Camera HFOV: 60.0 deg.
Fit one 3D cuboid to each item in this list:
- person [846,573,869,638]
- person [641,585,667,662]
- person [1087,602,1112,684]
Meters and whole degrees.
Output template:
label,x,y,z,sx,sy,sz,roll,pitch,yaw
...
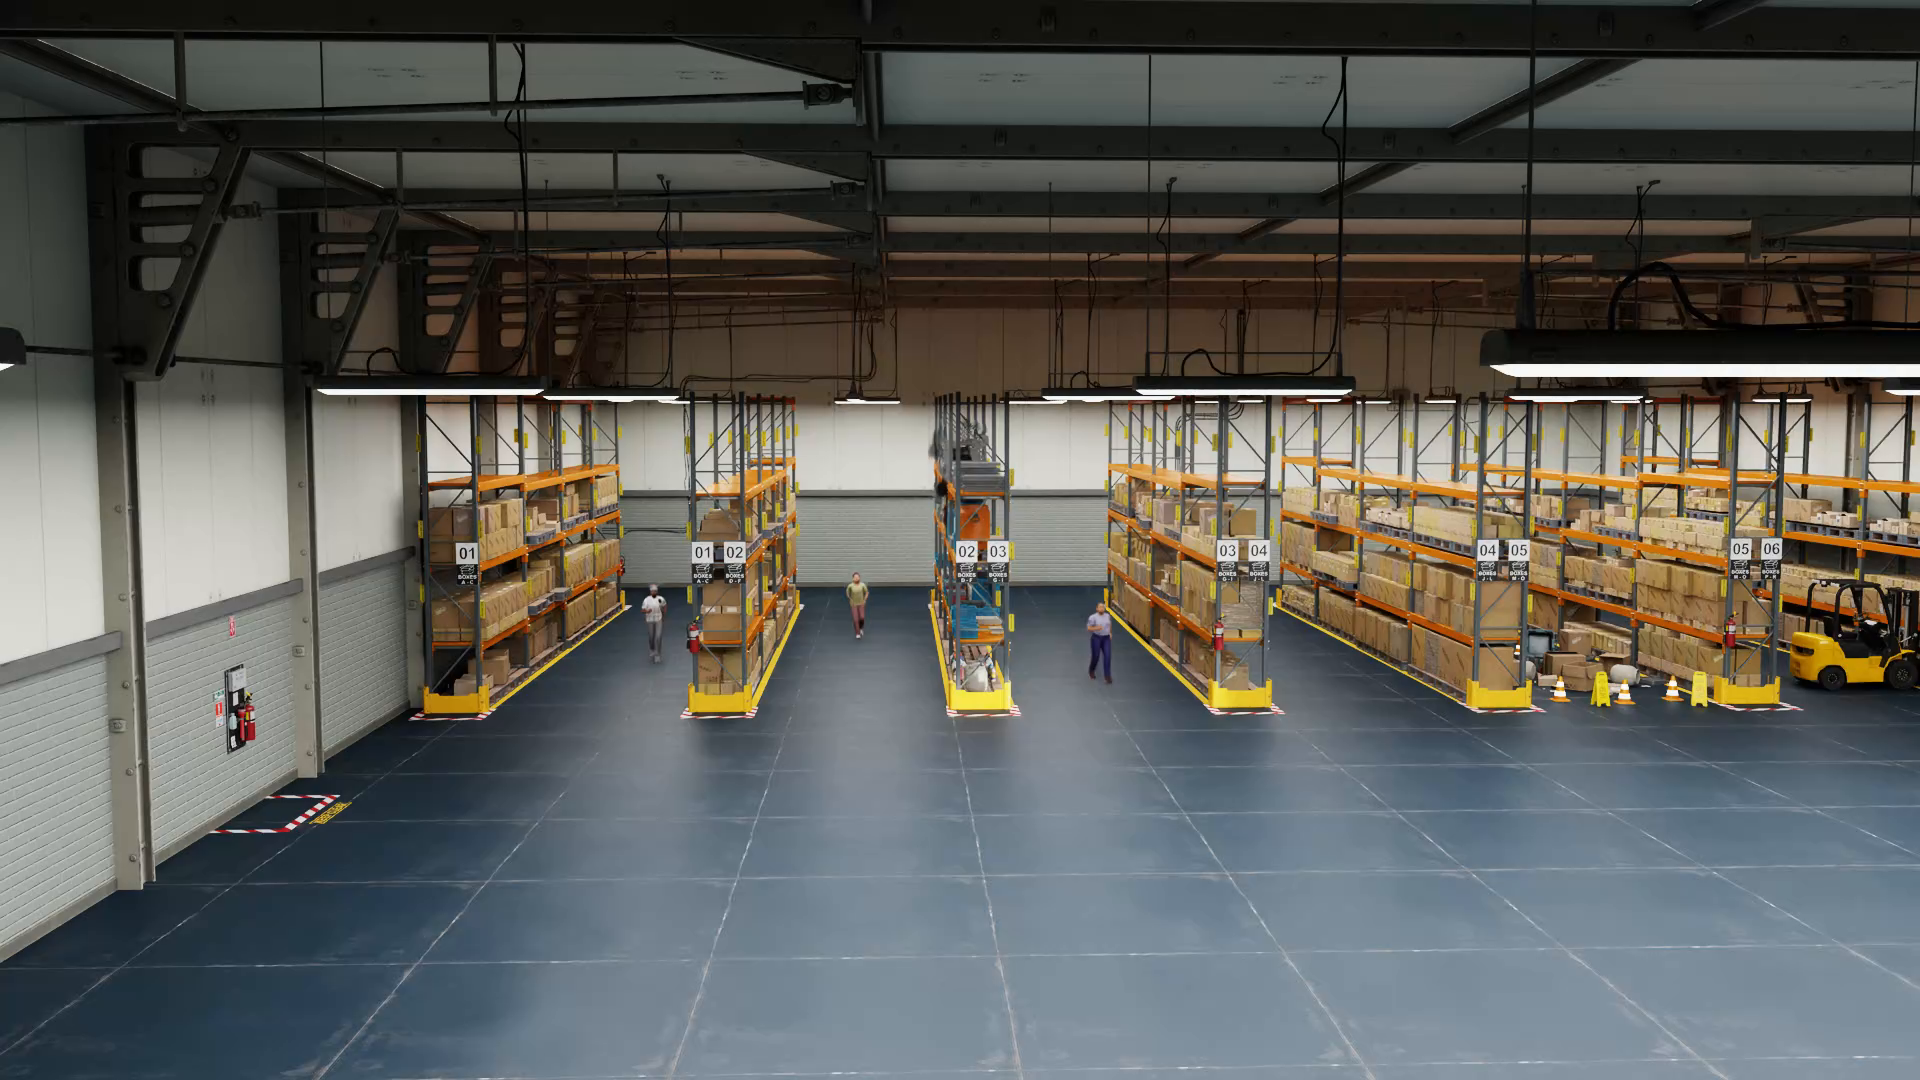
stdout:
label,x,y,z,sx,sy,sz,roll,pitch,yaw
person,-2.530,1.616,41.032,0.556,1.626,0.520,0,5,-4
person,-6.889,1.842,37.471,0.575,1.696,0.909,-1,5,-10
person,2.914,2.148,34.488,0.602,1.559,0.913,-1,5,-14
